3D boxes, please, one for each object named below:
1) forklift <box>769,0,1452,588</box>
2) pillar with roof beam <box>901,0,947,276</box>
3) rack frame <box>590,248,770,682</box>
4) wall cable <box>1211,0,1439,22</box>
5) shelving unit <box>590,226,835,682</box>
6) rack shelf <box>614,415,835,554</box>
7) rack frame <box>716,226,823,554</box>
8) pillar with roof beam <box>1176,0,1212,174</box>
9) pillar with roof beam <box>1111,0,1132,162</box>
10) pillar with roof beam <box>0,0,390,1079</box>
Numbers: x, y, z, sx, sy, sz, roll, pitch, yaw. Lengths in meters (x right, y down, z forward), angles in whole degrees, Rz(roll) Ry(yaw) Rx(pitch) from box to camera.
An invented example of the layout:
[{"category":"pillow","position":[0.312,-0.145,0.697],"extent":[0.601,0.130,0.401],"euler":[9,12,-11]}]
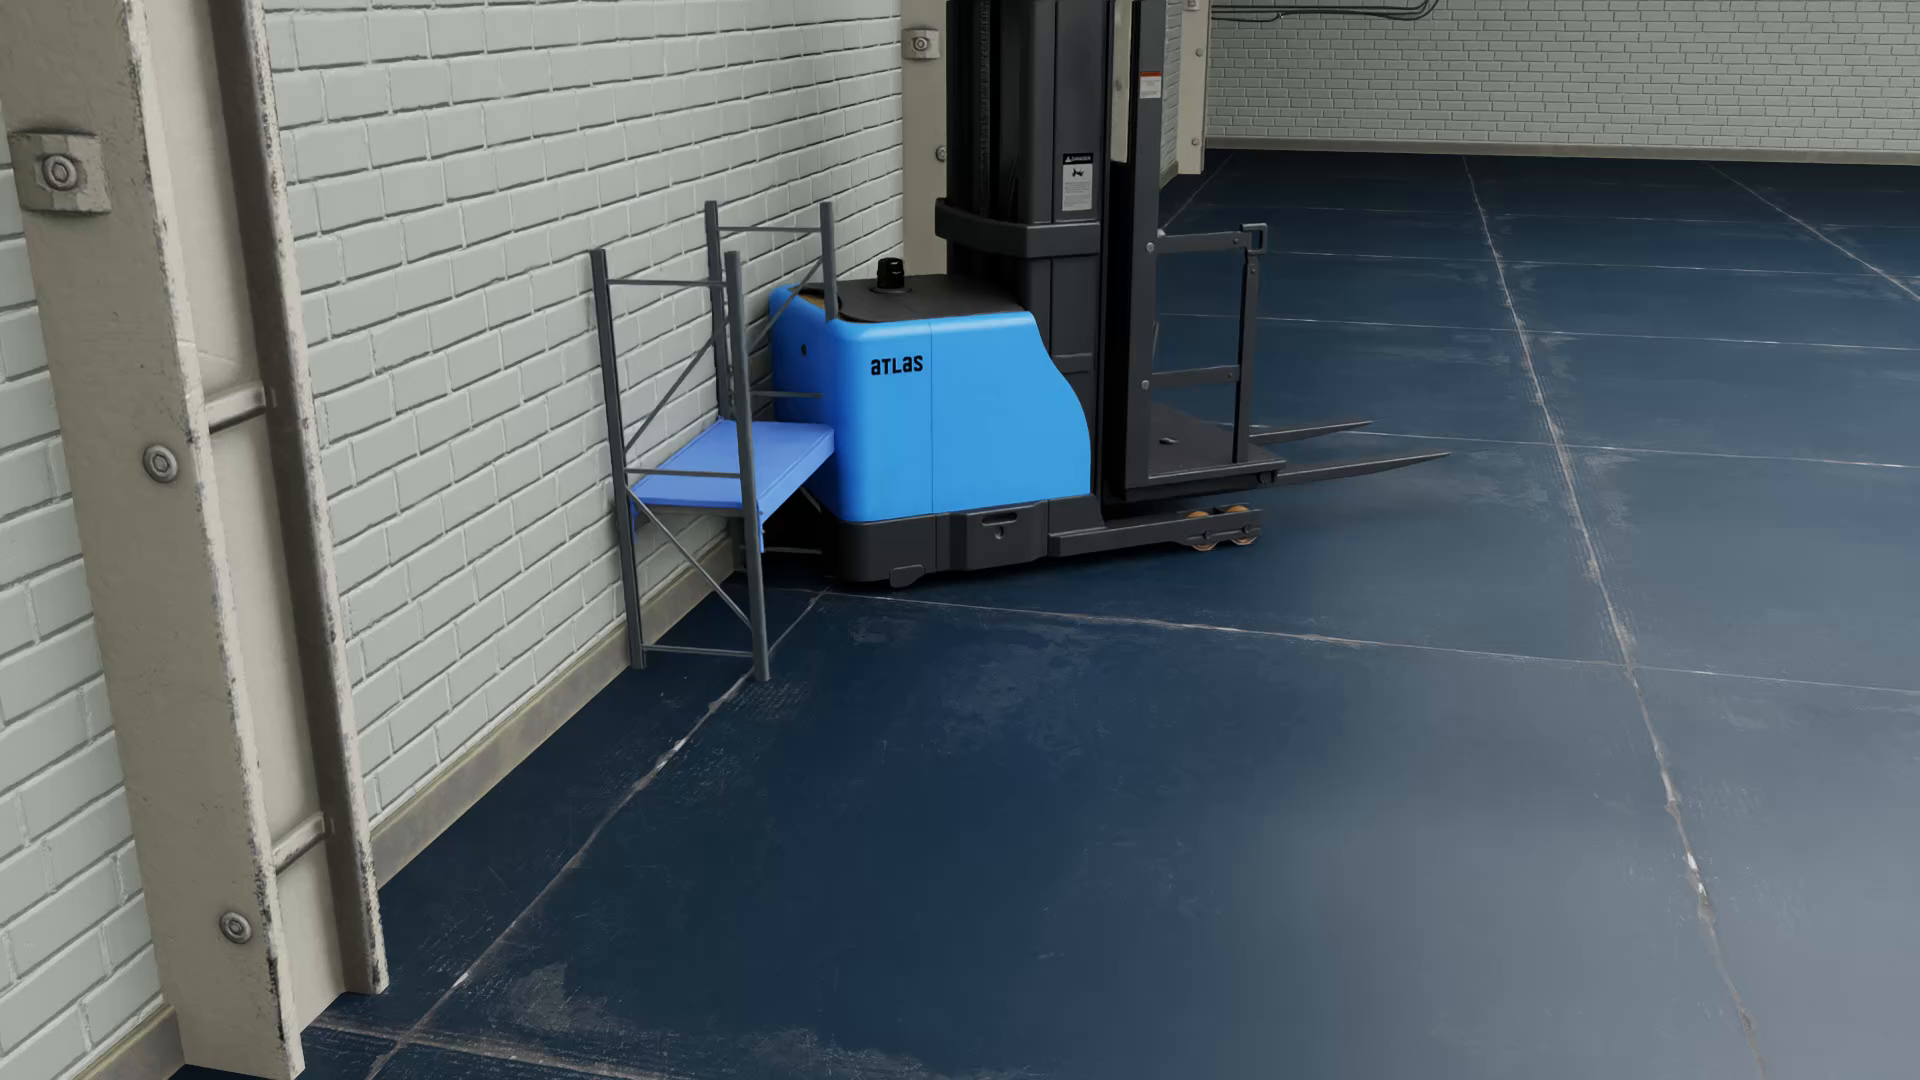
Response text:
[{"category":"forklift","position":[0.750,-1.489,7.011],"extent":[3.031,2.935,1.130],"euler":[-8,20,-21]},{"category":"pillar with roof beam","position":[4.060,-4.675,6.952],"extent":[9.100,9.000,0.400],"euler":[5,19,13]},{"category":"rack frame","position":[-0.926,-0.220,5.565],"extent":[0.500,1.500,0.032],"euler":[3,21,12]},{"category":"wall cable","position":[4.819,-8.125,21.859],"extent":[3.097,2.526,0.112],"euler":[5,19,13]},{"category":"shelving unit","position":[-0.816,-0.391,6.025],"extent":[0.538,1.500,1.039],"euler":[3,21,12]},{"category":"rack shelf","position":[-0.810,-0.224,6.091],"extent":[0.538,0.185,1.000],"euler":[3,21,12]},{"category":"rack frame","position":[-0.705,-0.566,6.495],"extent":[0.475,1.308,0.013],"euler":[3,21,12]},{"category":"pillar with roof beam","position":[6.992,-8.436,17.964],"extent":[9.100,9.000,0.400],"euler":[5,19,13]},{"category":"pillar with roof beam","position":[5.526,-6.555,12.458],"extent":[9.100,9.000,0.400],"euler":[5,19,13]},{"category":"pillar with roof beam","position":[2.594,-2.794,1.446],"extent":[9.100,9.000,0.400],"euler":[5,19,13]}]
